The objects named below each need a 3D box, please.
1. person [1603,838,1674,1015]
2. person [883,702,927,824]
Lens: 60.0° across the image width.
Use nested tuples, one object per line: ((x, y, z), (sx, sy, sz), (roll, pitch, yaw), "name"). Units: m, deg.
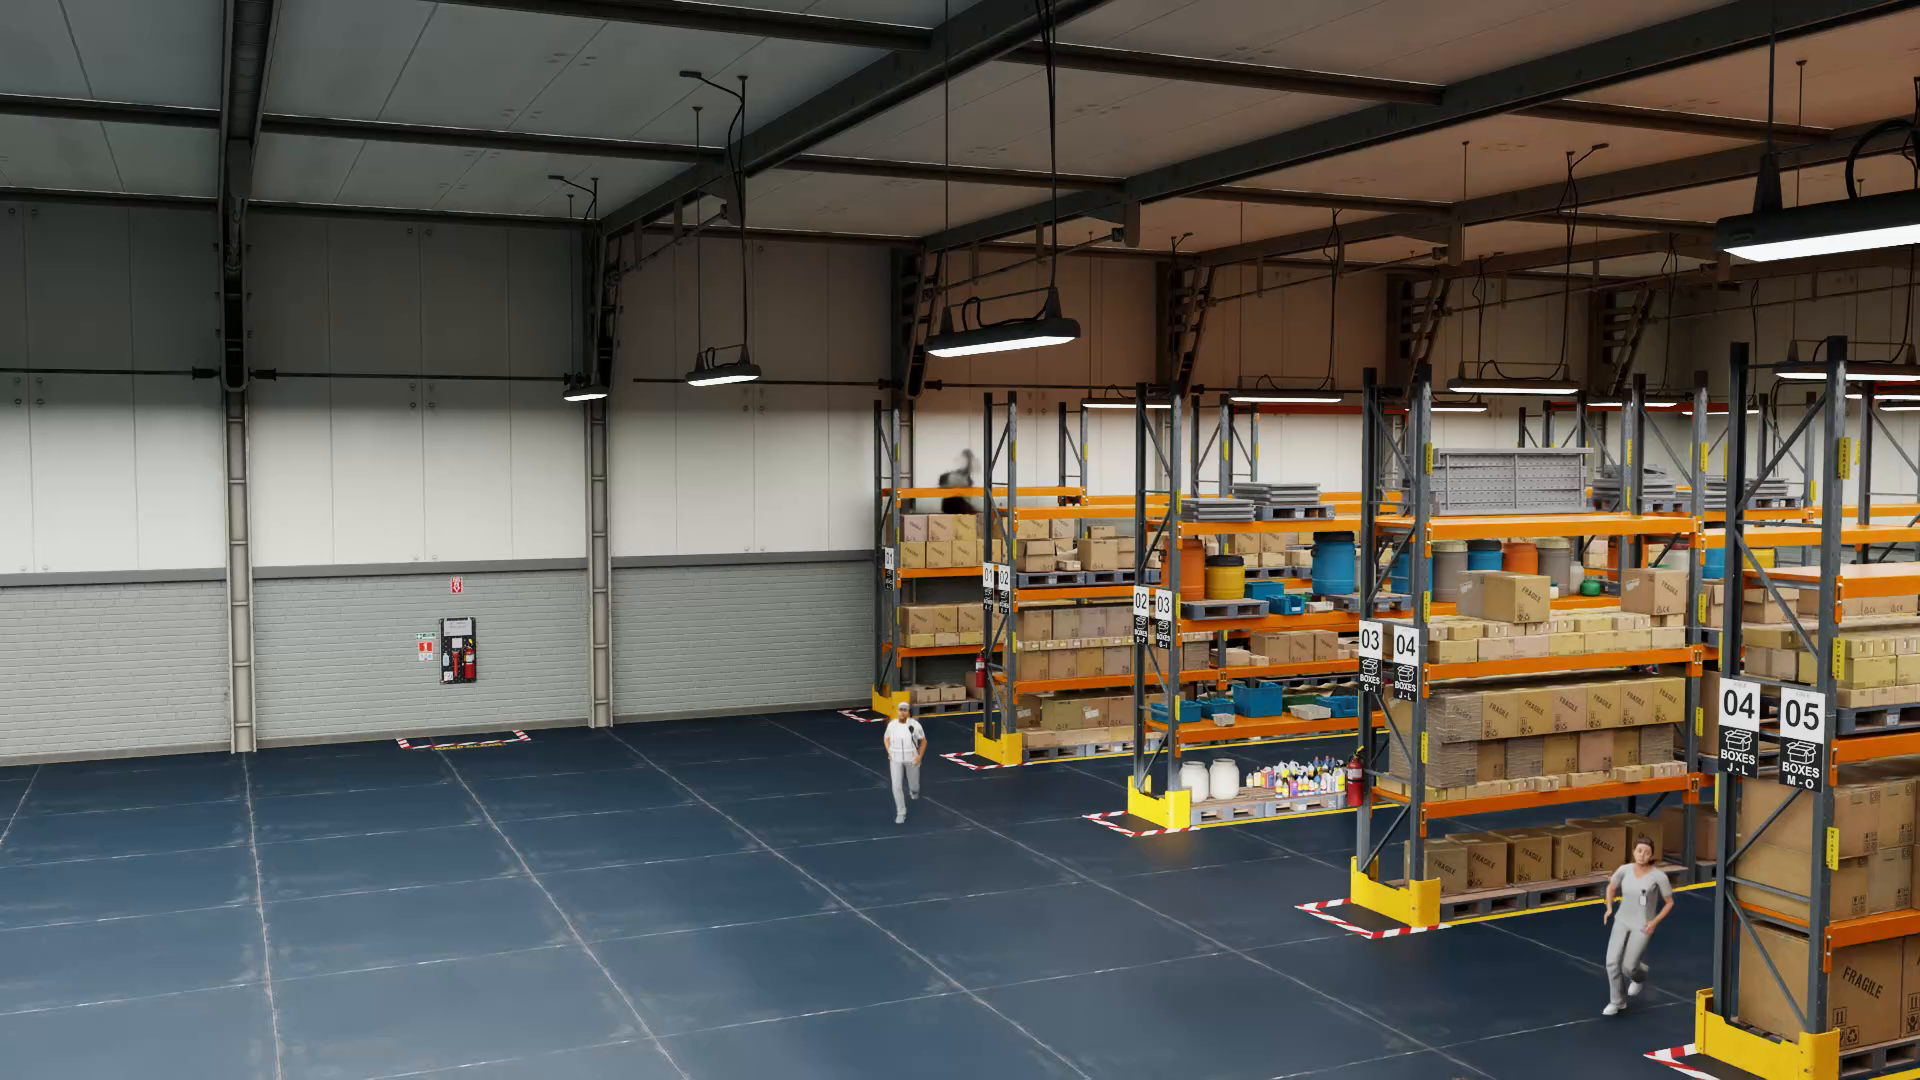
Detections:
((6.148, 3.500, 15.069), (0.588, 1.603, 0.561), (3, 5, 45), "person")
((-0.762, 3.044, 22.943), (0.602, 1.630, 0.770), (0, 3, 0), "person")
